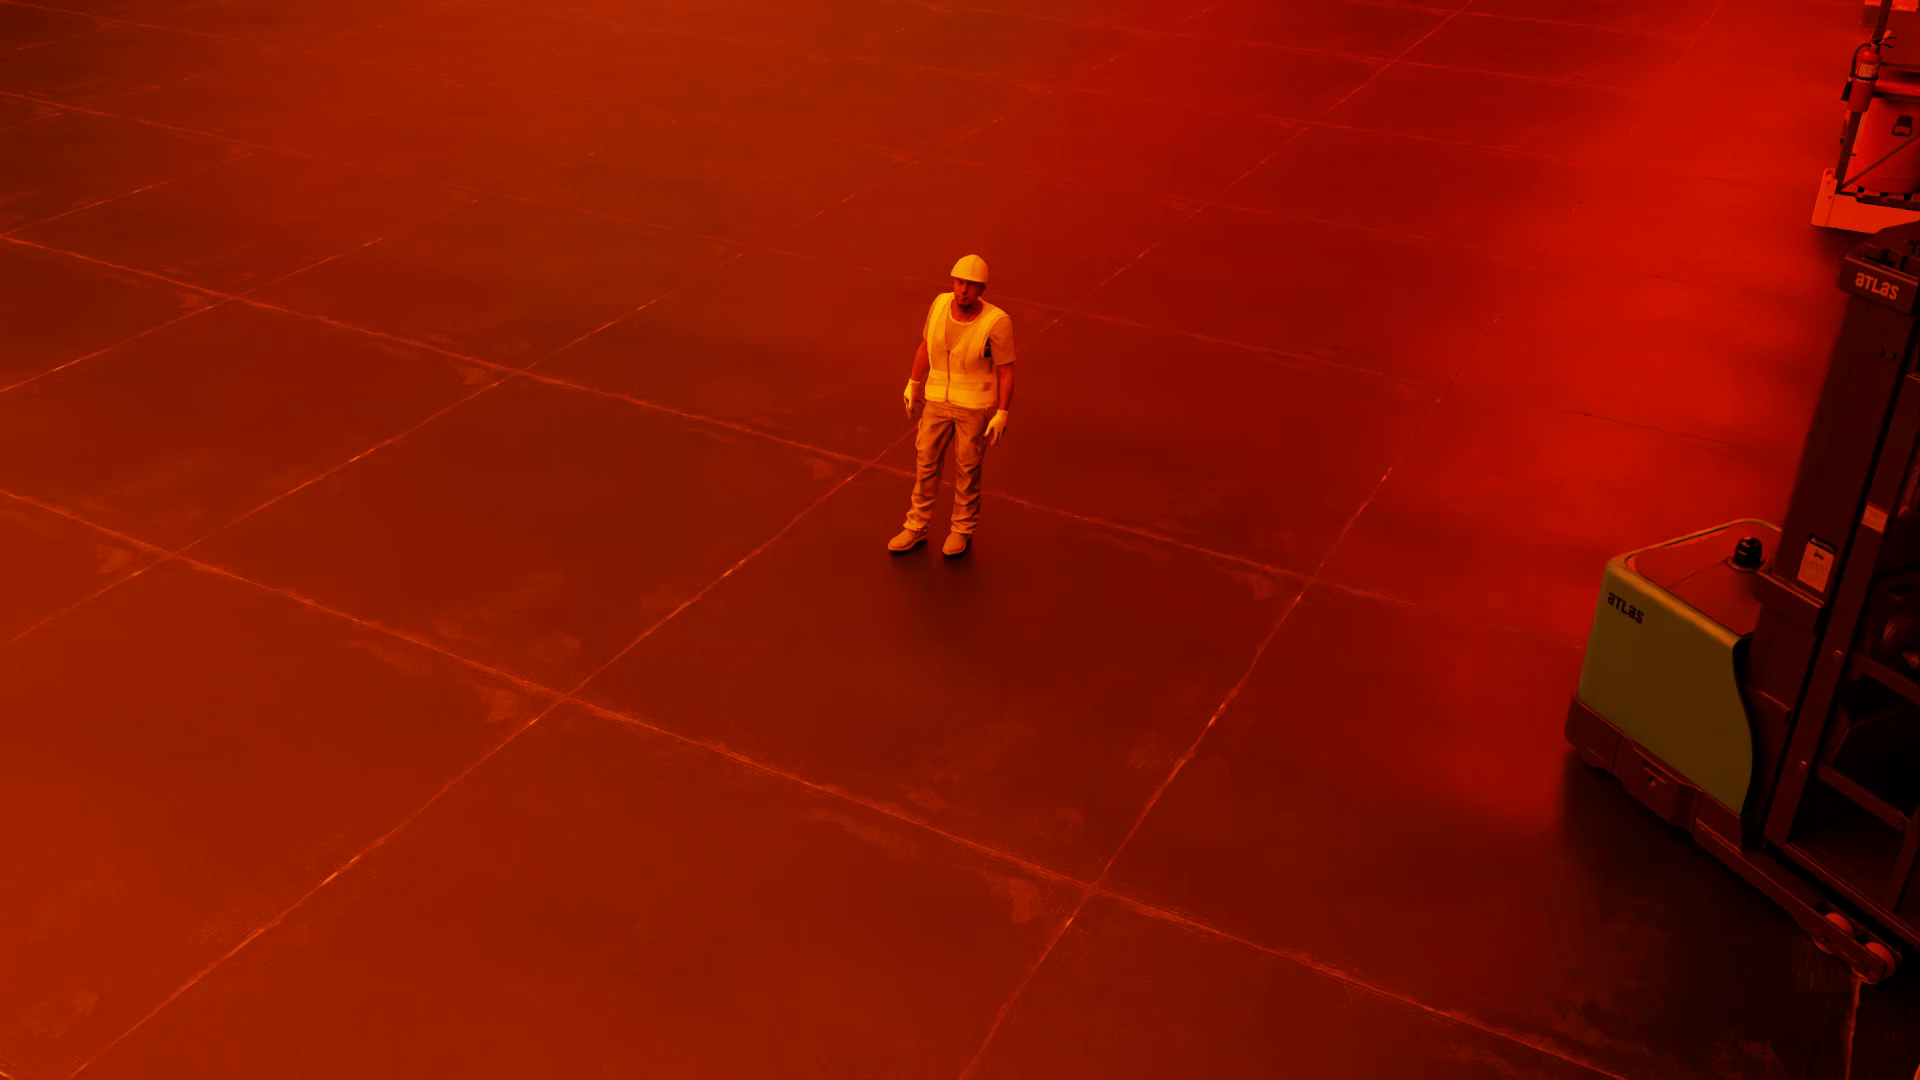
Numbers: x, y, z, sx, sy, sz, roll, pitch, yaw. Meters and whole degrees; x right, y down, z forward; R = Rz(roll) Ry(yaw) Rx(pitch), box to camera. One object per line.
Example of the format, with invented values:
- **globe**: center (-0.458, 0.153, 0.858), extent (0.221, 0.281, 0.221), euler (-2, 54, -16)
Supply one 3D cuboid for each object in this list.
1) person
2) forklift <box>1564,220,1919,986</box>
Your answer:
- **person**: center (-0.043, -0.750, 9.503), extent (0.656, 1.782, 0.577), euler (15, 33, 25)
- **forklift**: center (4.075, 0.302, 6.548), extent (1.130, 2.935, 3.031), euler (-14, 33, -22)
